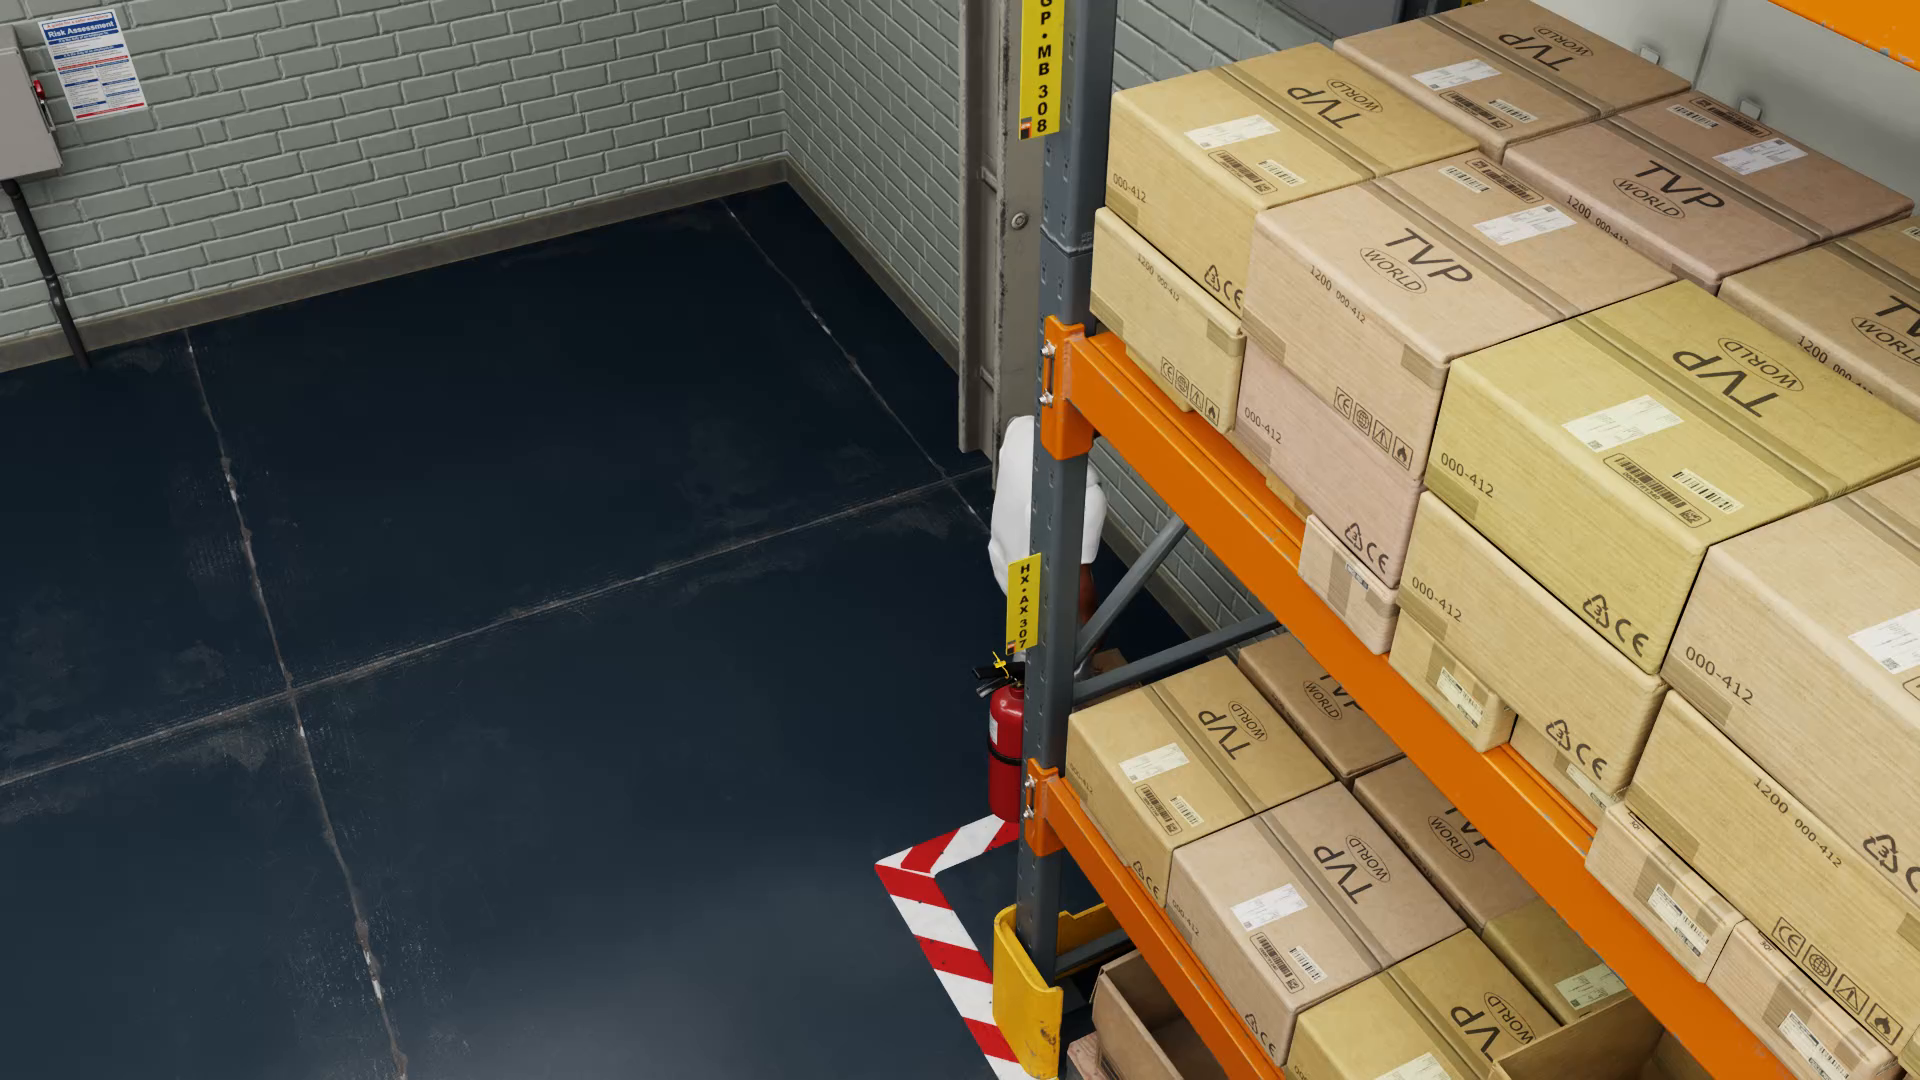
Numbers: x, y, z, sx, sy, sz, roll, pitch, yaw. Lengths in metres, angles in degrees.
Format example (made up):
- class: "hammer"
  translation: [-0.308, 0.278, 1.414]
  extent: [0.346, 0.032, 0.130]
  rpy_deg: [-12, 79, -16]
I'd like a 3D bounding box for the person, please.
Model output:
- class: "person"
  translation: [0.357, 0.116, 5.995]
  extent: [0.358, 1.659, 0.627]
  rpy_deg: [-15, 43, -17]
